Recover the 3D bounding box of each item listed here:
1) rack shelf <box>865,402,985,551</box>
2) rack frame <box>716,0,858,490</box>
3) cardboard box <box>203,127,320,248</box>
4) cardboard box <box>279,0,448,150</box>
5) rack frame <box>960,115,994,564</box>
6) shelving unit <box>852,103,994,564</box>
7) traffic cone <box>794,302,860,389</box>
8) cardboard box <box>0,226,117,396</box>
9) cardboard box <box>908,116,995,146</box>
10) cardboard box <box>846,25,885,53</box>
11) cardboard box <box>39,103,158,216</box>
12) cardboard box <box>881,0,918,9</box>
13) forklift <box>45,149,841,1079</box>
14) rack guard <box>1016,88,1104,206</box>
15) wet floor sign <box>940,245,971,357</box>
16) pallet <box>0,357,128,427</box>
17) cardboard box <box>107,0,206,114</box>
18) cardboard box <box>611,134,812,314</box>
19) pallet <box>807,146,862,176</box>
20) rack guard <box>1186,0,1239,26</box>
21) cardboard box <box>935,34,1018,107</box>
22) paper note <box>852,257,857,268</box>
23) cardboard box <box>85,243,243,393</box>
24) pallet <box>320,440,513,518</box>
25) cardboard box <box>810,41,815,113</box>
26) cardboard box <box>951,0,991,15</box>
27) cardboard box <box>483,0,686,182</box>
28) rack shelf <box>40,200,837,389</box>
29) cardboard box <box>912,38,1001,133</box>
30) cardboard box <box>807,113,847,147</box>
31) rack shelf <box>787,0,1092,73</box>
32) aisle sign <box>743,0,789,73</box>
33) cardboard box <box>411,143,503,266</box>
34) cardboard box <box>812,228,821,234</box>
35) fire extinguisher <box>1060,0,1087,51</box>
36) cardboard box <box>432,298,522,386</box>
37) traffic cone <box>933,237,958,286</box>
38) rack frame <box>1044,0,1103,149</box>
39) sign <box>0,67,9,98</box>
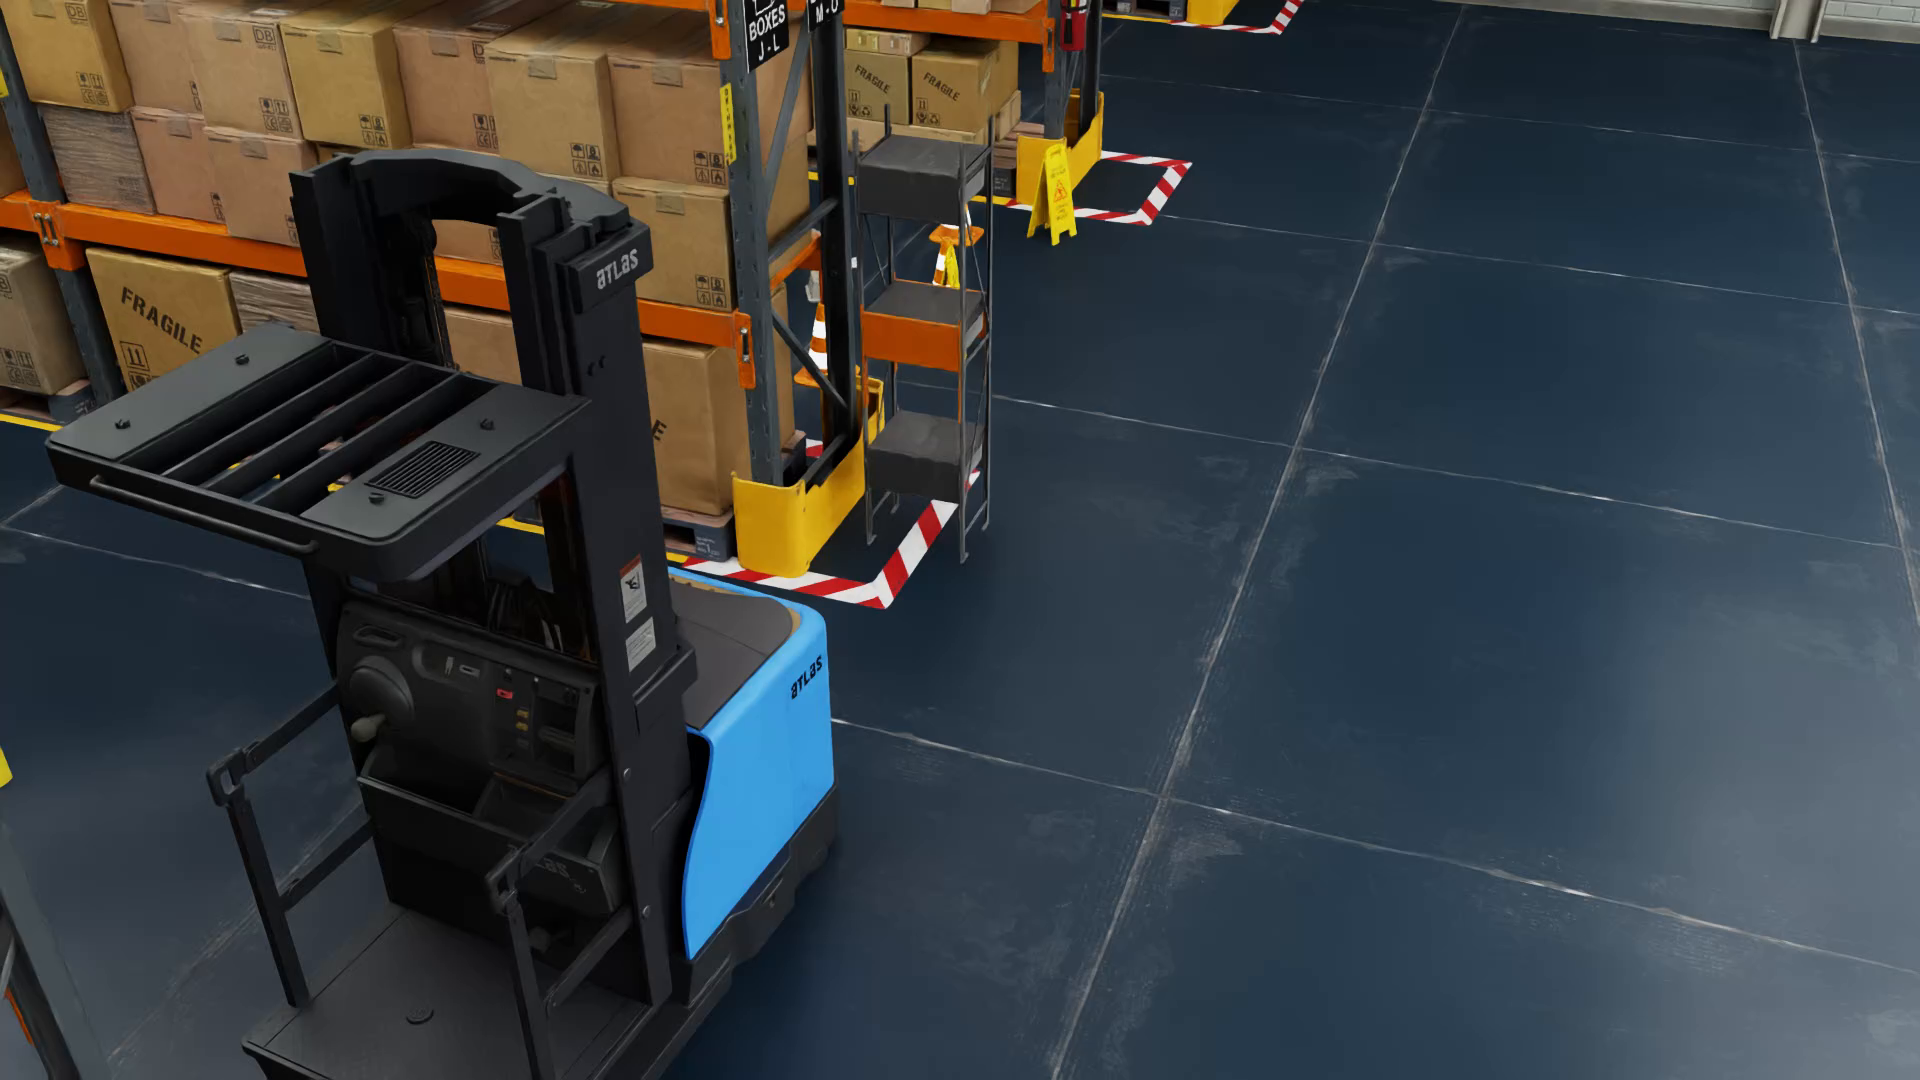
[{"bbox_3d":[-0.156,-0.313,8.114,0.480,0.518,0.431,11,34,16],"label":"rack shelf"},{"bbox_3d":[-0.758,-1.401,7.654,0.127,3.000,1.000,11,34,16],"label":"rack frame"},{"bbox_3d":[-3.178,-1.887,8.268,0.550,0.550,0.875,11,34,16],"label":"cardboard box"},{"bbox_3d":[-2.667,-2.261,7.853,0.500,0.550,0.875,11,34,16],"label":"cardboard box"},{"bbox_3d":[0.074,-0.868,7.658,0.015,2.100,0.400,11,34,16],"label":"rack frame"},{"bbox_3d":[-0.156,-0.912,7.727,0.503,2.100,0.431,11,34,16],"label":"shelving unit"},{"bbox_3d":[-0.779,-1.157,9.616,0.334,0.463,0.336,11,34,16],"label":"traffic cone"},{"bbox_3d":[-5.138,-1.432,9.389,0.750,0.750,1.050,11,34,16],"label":"cardboard box"},{"bbox_3d":[-0.057,-2.983,12.253,0.500,0.250,0.500,11,34,16],"label":"cardboard box"},{"bbox_3d":[-0.629,-3.650,11.996,0.250,0.149,0.380,12,35,17],"label":"cardboard box"},{"bbox_3d":[-4.172,-2.135,8.652,0.550,0.550,0.875,11,34,16],"label":"cardboard box"},{"bbox_3d":[-0.370,-3.880,11.726,0.250,0.149,0.380,12,35,17],"label":"cardboard box"},{"bbox_3d":[-1.551,0.527,4.732,1.130,2.935,3.031,15,36,21],"label":"forklift"},{"bbox_3d":[0.746,-2.911,12.297,0.348,0.500,1.175,11,34,16],"label":"rack guard"},{"bbox_3d":[-0.062,-1.418,9.851,0.232,0.644,0.267,5,33,8],"label":"wet floor sign"},{"bbox_3d":[-5.275,-1.064,9.704,1.213,0.211,1.003,11,34,16],"label":"pallet"},{"bbox_3d":[-3.630,-2.523,8.259,0.550,0.550,0.875,11,34,16],"label":"cardboard box"},{"bbox_3d":[-1.122,-1.509,7.683,0.550,0.550,0.875,11,34,16],"label":"cardboard box"},{"bbox_3d":[-1.152,-3.180,12.981,1.213,0.211,1.003,11,34,16],"label":"pallet"},{"bbox_3d":[2.511,-5.428,16.196,0.348,0.500,1.175,11,34,16],"label":"rack guard"},{"bbox_3d":[0.129,-3.576,12.480,0.500,0.500,0.500,10,34,15],"label":"cardboard box"},{"bbox_3d":[-0.744,-1.856,11.097,0.142,0.019,0.148,0,33,0],"label":"paper note"},{"bbox_3d":[-3.955,-1.266,9.017,0.875,0.875,0.875,12,35,17],"label":"cardboard box"},{"bbox_3d":[-2.681,-0.560,8.923,1.213,0.211,1.003,11,34,16],"label":"pallet"},{"bbox_3d":[-0.990,-3.486,12.341,0.500,0.500,0.500,10,34,15],"label":"cardboard box"},{"bbox_3d":[0.117,-3.790,11.587,0.250,0.149,0.380,11,34,16],"label":"cardboard box"},{"bbox_3d":[-1.643,-2.059,7.540,0.550,0.550,0.875,11,34,16],"label":"cardboard box"},{"bbox_3d":[-2.640,-1.465,8.416,4.000,0.370,1.077,11,34,16],"label":"rack shelf"},{"bbox_3d":[-0.025,-3.297,12.047,0.500,0.500,0.500,11,35,17],"label":"cardboard box"},{"bbox_3d":[-1.014,-3.171,12.543,0.500,0.250,0.500,10,34,15],"label":"cardboard box"},{"bbox_3d":[-1.066,-4.011,12.360,4.000,0.370,1.077,11,34,16],"label":"rack shelf"},{"bbox_3d":[-0.792,-2.327,6.692,0.004,0.787,0.394,11,34,16],"label":"aisle sign"},{"bbox_3d":[-2.132,-1.765,8.080,0.550,0.550,0.875,11,34,16],"label":"cardboard box"},{"bbox_3d":[-1.098,-1.958,11.145,0.380,0.149,0.250,-25,40,-33],"label":"cardboard box"},{"bbox_3d":[0.769,-3.658,11.222,0.183,0.674,0.296,11,34,16],"label":"fire extinguisher"},{"bbox_3d":[-2.247,-0.935,8.505,0.875,0.875,0.875,10,34,16],"label":"cardboard box"},{"bbox_3d":[-0.077,-1.672,10.413,0.334,0.463,0.336,11,34,16],"label":"traffic cone"},{"bbox_3d":[0.817,-3.947,11.598,0.127,3.000,1.000,11,34,16],"label":"rack frame"},{"bbox_3d":[-4.697,-2.307,8.064,0.005,0.325,0.100,11,34,16],"label":"sign"}]
